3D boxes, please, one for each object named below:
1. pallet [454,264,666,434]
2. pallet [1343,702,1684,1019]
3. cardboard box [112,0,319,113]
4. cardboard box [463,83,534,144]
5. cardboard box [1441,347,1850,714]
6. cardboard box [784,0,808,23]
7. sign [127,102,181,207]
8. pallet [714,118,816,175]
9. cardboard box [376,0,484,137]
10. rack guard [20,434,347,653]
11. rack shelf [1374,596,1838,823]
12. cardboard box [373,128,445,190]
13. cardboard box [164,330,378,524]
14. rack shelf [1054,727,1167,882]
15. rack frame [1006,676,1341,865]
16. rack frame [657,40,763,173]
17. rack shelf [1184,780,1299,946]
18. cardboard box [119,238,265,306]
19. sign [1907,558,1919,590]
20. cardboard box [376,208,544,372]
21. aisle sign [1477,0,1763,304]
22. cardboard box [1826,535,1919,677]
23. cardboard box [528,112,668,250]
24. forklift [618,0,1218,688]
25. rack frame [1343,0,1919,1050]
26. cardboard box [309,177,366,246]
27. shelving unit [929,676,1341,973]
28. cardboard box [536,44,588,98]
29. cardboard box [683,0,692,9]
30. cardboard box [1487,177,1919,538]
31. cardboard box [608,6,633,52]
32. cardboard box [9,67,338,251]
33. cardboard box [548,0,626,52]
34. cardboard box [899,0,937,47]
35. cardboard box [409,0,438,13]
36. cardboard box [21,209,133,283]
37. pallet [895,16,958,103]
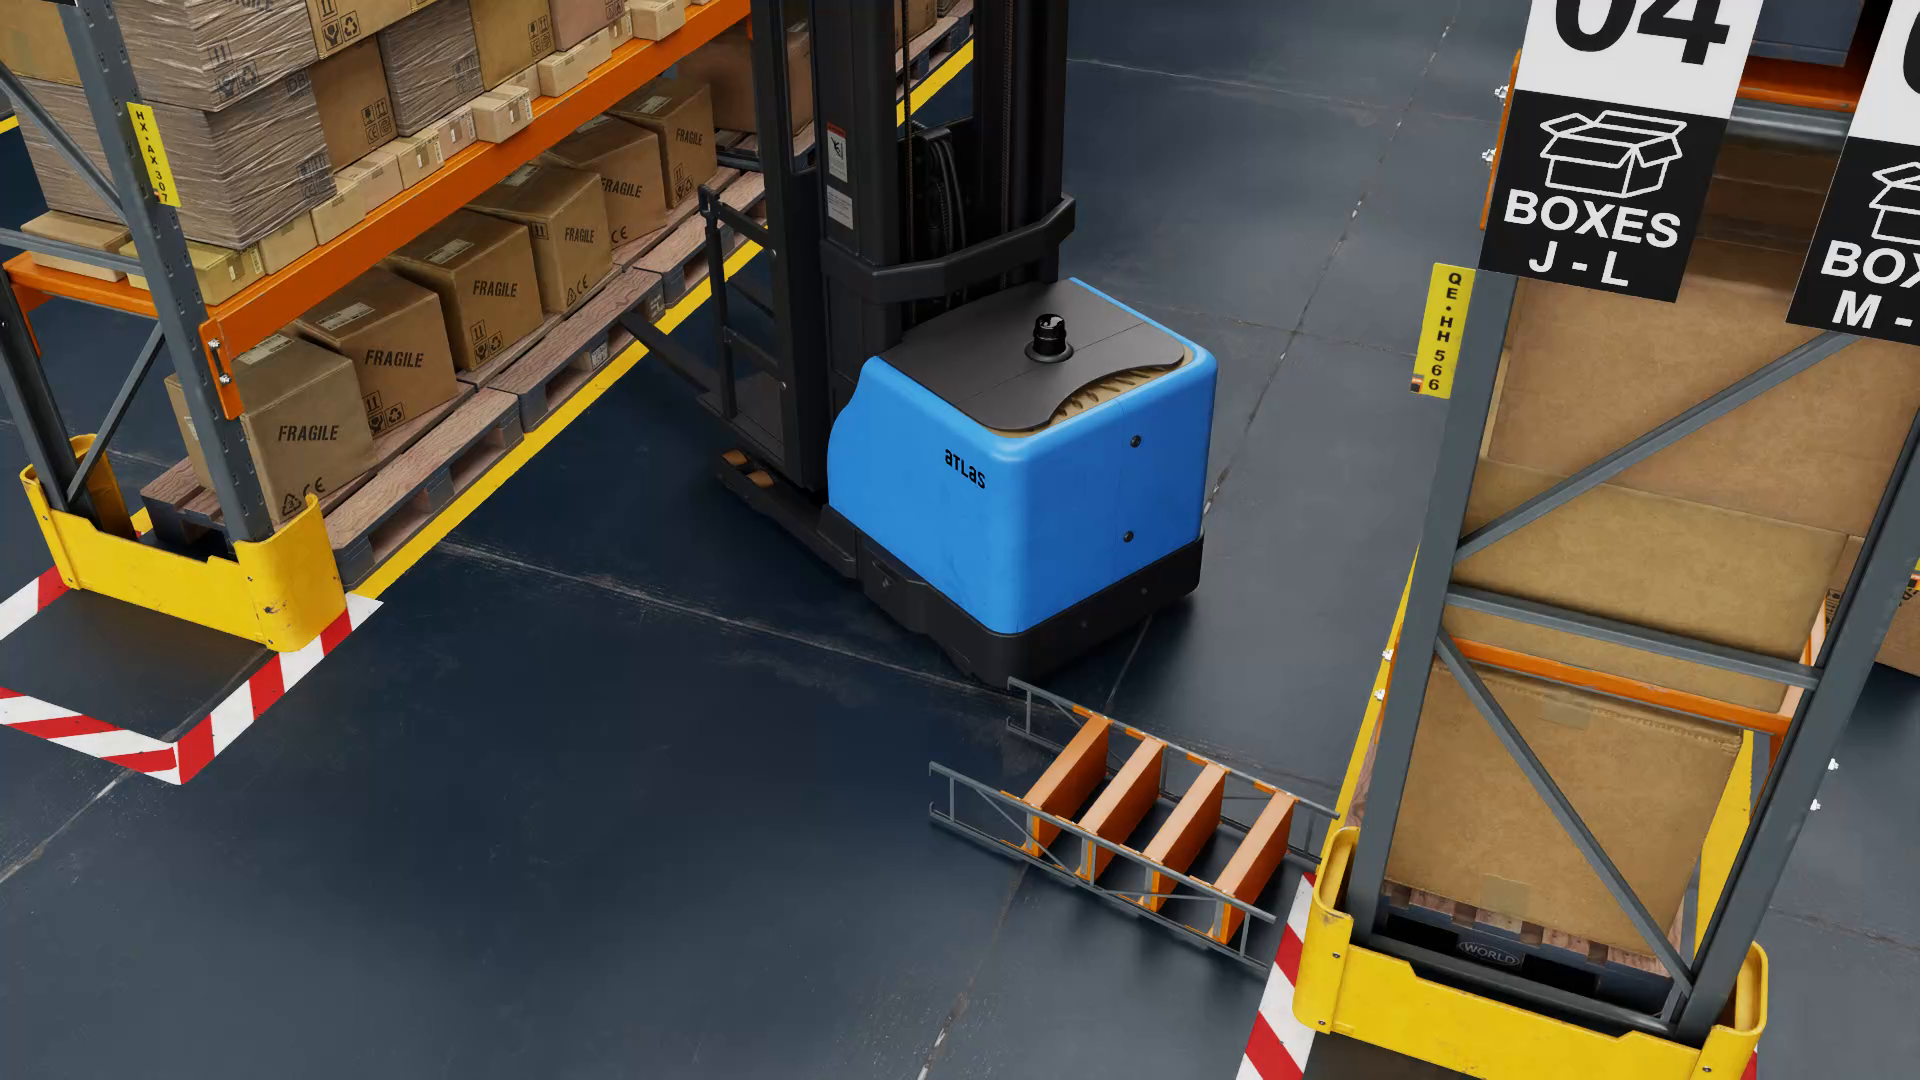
[{"bbox_3d":[-2.139,-0.996,7.906,1.003,0.211,1.213,14,39,18],"label":"pallet"},{"bbox_3d":[1.805,0.886,5.388,1.003,0.211,1.213,14,39,18],"label":"pallet"},{"bbox_3d":[-2.514,-1.758,5.430,0.500,0.500,0.500,14,39,18],"label":"cardboard box"},{"bbox_3d":[-1.986,-1.767,6.819,0.380,0.149,0.250,14,39,18],"label":"cardboard box"},{"bbox_3d":[1.673,-0.046,4.181,0.875,0.550,0.550,14,39,18],"label":"cardboard box"},{"bbox_3d":[-1.001,-2.941,9.899,0.700,0.500,0.500,14,39,17],"label":"cardboard box"},{"bbox_3d":[-2.473,-1.179,5.099,0.100,0.325,0.005,14,39,18],"label":"sign"},{"bbox_3d":[-1.158,-2.485,9.899,1.003,0.211,1.213,14,39,18],"label":"pallet"},{"bbox_3d":[-2.431,-1.985,6.568,0.875,0.500,0.500,14,39,18],"label":"cardboard box"},{"bbox_3d":[-2.946,0.003,6.328,1.175,0.500,0.348,14,39,18],"label":"rack guard"},{"bbox_3d":[2.334,-0.589,5.634,1.077,0.370,4.000,14,39,18],"label":"rack shelf"},{"bbox_3d":[-2.247,-1.508,6.472,0.380,0.149,0.250,14,39,18],"label":"cardboard box"},{"bbox_3d":[-2.722,-0.465,6.604,0.500,0.500,0.500,21,42,26],"label":"cardboard box"},{"bbox_3d":[0.485,0.858,5.356,0.148,0.258,0.480,21,42,25],"label":"rack shelf"},{"bbox_3d":[0.673,0.756,5.492,1.200,0.240,0.015,21,42,25],"label":"rack frame"},{"bbox_3d":[-1.453,-3.171,8.487,1.000,3.000,0.127,14,39,18],"label":"rack frame"},{"bbox_3d":[0.874,1.006,5.158,0.148,0.258,0.480,21,42,25],"label":"rack shelf"},{"bbox_3d":[-2.646,-0.959,5.737,0.380,0.149,0.250,14,39,18],"label":"cardboard box"},{"bbox_3d":[2.084,-0.019,3.481,0.100,0.325,0.005,14,39,18],"label":"sign"},{"bbox_3d":[-2.271,-1.146,7.515,0.500,0.500,0.500,18,40,22],"label":"cardboard box"},{"bbox_3d":[1.269,-0.841,3.198,0.394,0.787,0.004,14,39,18],"label":"aisle sign"},{"bbox_3d":[3.454,0.109,6.185,0.500,0.500,0.500,21,42,25],"label":"cardboard box"},{"bbox_3d":[-1.853,-1.807,8.399,0.500,0.500,0.500,27,45,32],"label":"cardboard box"},{"bbox_3d":[-0.392,-1.465,6.261,1.130,2.935,3.031,-26,44,-30],"label":"forklift"},{"bbox_3d":[1.573,0.230,3.937,1.000,3.000,0.127,14,39,18],"label":"rack frame"},{"bbox_3d":[-2.424,-1.228,6.097,0.380,0.149,0.250,14,39,18],"label":"cardboard box"},{"bbox_3d":[0.542,0.880,5.327,1.200,0.258,0.503,21,42,25],"label":"shelving unit"},{"bbox_3d":[-1.847,-2.057,7.206,0.380,0.149,0.250,14,39,18],"label":"cardboard box"},{"bbox_3d":[-1.518,-2.623,7.964,0.380,0.149,0.250,14,39,18],"label":"cardboard box"},{"bbox_3d":[1.750,-0.460,3.832,0.875,0.550,0.550,14,39,18],"label":"cardboard box"},{"bbox_3d":[-1.727,-2.351,7.600,0.380,0.149,0.250,14,39,18],"label":"cardboard box"},{"bbox_3d":[-2.740,-1.414,5.804,0.875,0.500,0.500,14,39,18],"label":"cardboard box"},{"bbox_3d":[-2.001,-2.526,7.292,0.875,0.500,0.500,14,39,18],"label":"cardboard box"},{"bbox_3d":[-0.576,-3.559,10.727,0.700,0.500,0.500,17,40,21],"label":"cardboard box"},{"bbox_3d":[-2.128,-2.311,6.169,0.500,0.500,0.500,14,39,18],"label":"cardboard box"},{"bbox_3d":[-3.058,-1.060,5.873,0.380,0.149,0.250,14,39,18],"label":"cardboard box"},{"bbox_3d":[-0.696,-3.163,10.806,1.003,0.211,1.213,14,39,18],"label":"pallet"}]
